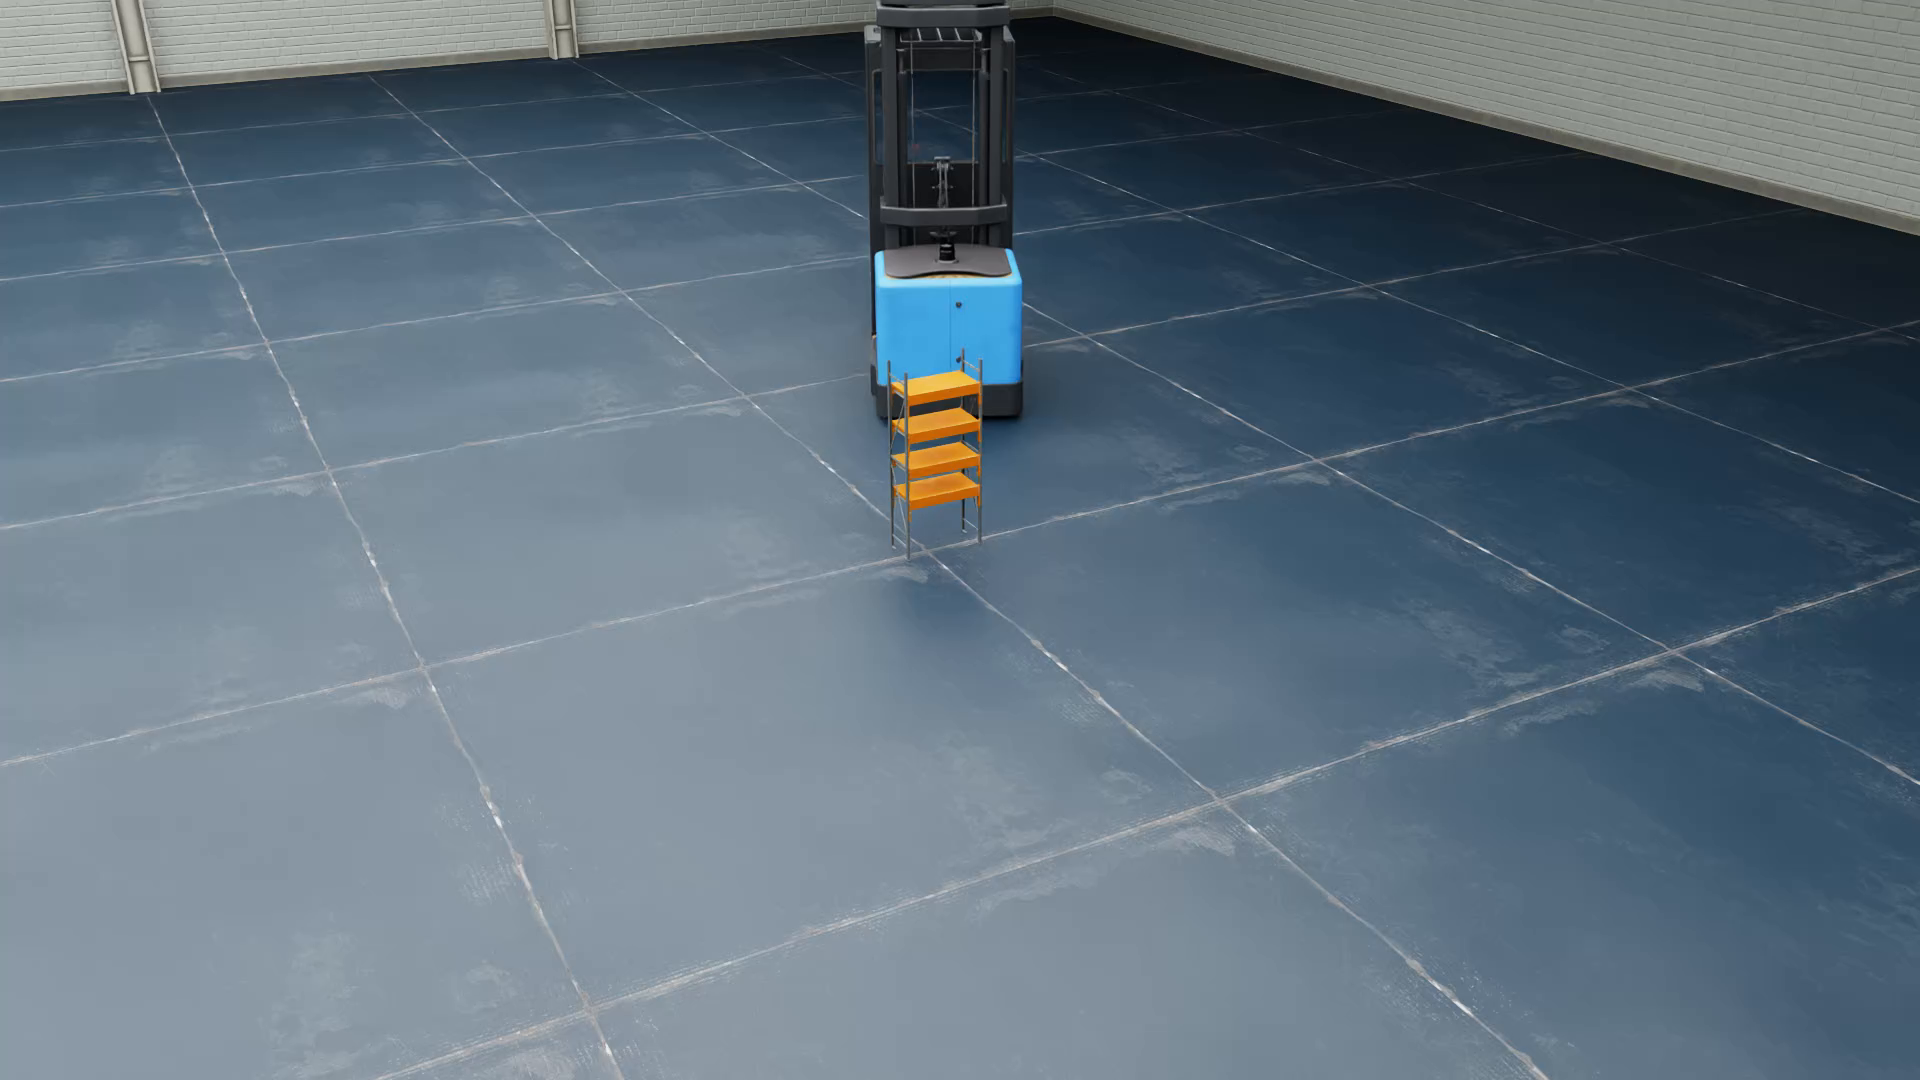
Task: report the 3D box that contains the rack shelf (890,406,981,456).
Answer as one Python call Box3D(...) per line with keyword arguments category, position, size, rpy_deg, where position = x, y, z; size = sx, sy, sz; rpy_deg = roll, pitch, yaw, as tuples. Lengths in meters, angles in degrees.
Box3D(category="rack shelf", position=(-0.146, -0.648, 9.852), size=(0.480, 0.148, 0.258), rpy_deg=(-13, 29, -25))

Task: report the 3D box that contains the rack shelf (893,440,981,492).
Box3D(category="rack shelf", position=(-0.146, -0.447, 9.949), size=(0.480, 0.148, 0.258), rpy_deg=(-13, 29, -25))

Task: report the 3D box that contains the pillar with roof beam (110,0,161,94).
Box3D(category="pillar with roof beam", position=(-9.447, -8.731, 18.037), size=(0.400, 9.000, 9.100), rpy_deg=(-13, 29, -25))

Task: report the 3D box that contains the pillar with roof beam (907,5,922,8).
Box3D(category="pillar with roof beam", position=(1.142, -11.175, 23.128), size=(0.400, 9.000, 9.100), rpy_deg=(-13, 29, -25))

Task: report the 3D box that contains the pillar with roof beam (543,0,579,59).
Box3D(category="pillar with roof beam", position=(-4.153, -9.953, 20.583), size=(0.400, 9.000, 9.100), rpy_deg=(-13, 29, -25))

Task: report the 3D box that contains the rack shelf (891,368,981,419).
Box3D(category="rack shelf", position=(-0.146, -0.861, 9.750), size=(0.480, 0.148, 0.258), rpy_deg=(-13, 29, -25))

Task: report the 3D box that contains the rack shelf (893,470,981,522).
Box3D(category="rack shelf", position=(-0.146, -0.268, 10.035), size=(0.480, 0.148, 0.258), rpy_deg=(-13, 29, -25))

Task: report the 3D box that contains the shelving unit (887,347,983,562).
Box3D(category="shelving unit", position=(-0.146, -0.507, 9.920), size=(0.503, 1.200, 0.258), rpy_deg=(-13, 29, -25))

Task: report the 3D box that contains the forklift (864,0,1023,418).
Box3D(category="forklift", position=(-0.159, -2.794, 12.682), size=(1.130, 2.935, 3.031), rpy_deg=(-2, 26, -3))

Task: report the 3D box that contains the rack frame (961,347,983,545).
Box3D(category="rack frame", position=(0.069, -0.557, 10.024), size=(0.015, 1.200, 0.240), rpy_deg=(-13, 29, -25))

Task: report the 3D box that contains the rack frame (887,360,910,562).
Box3D(category="rack frame", position=(-0.361, -0.457, 9.817), size=(0.015, 1.200, 0.240), rpy_deg=(-13, 29, -25))
